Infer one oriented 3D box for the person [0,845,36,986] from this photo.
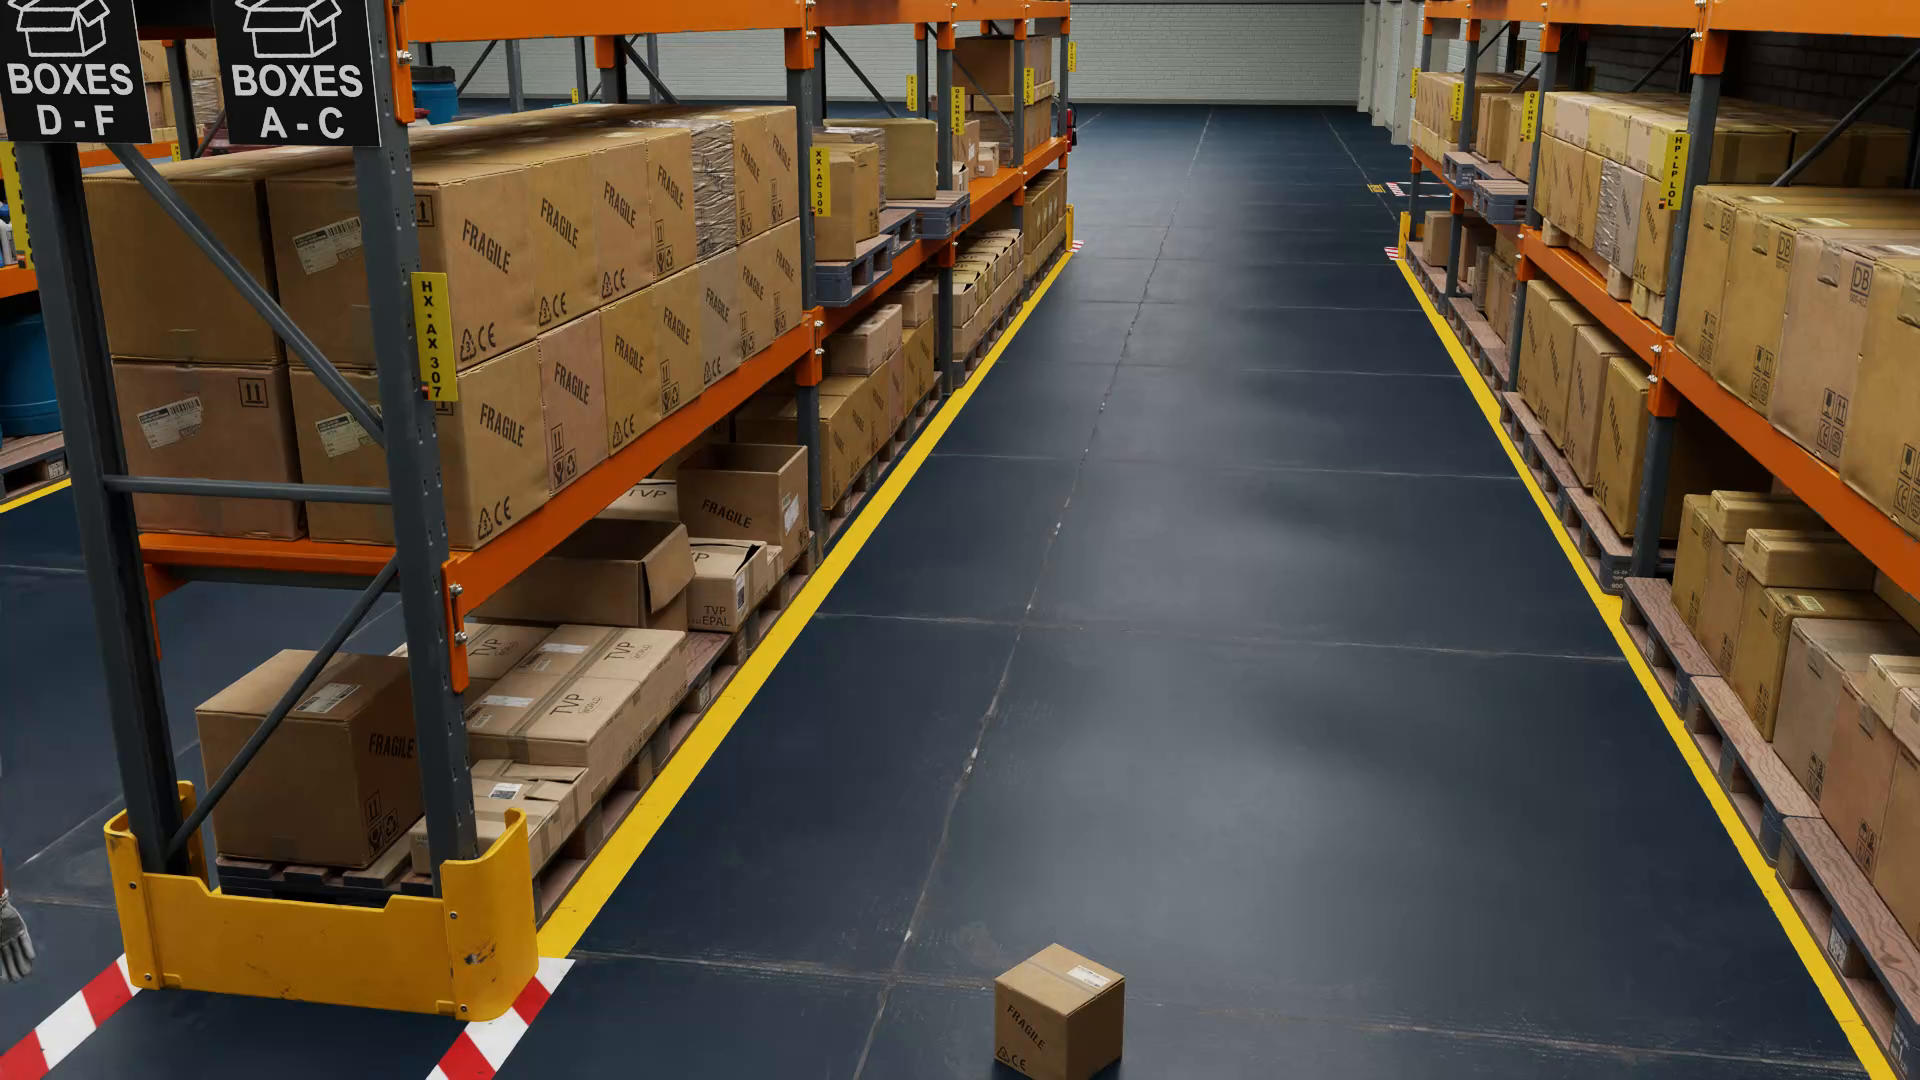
[{"bbox_3d":[-2.185,0.852,3.363,0.983,1.753,0.576,0,18,-1],"label":"person"}]
